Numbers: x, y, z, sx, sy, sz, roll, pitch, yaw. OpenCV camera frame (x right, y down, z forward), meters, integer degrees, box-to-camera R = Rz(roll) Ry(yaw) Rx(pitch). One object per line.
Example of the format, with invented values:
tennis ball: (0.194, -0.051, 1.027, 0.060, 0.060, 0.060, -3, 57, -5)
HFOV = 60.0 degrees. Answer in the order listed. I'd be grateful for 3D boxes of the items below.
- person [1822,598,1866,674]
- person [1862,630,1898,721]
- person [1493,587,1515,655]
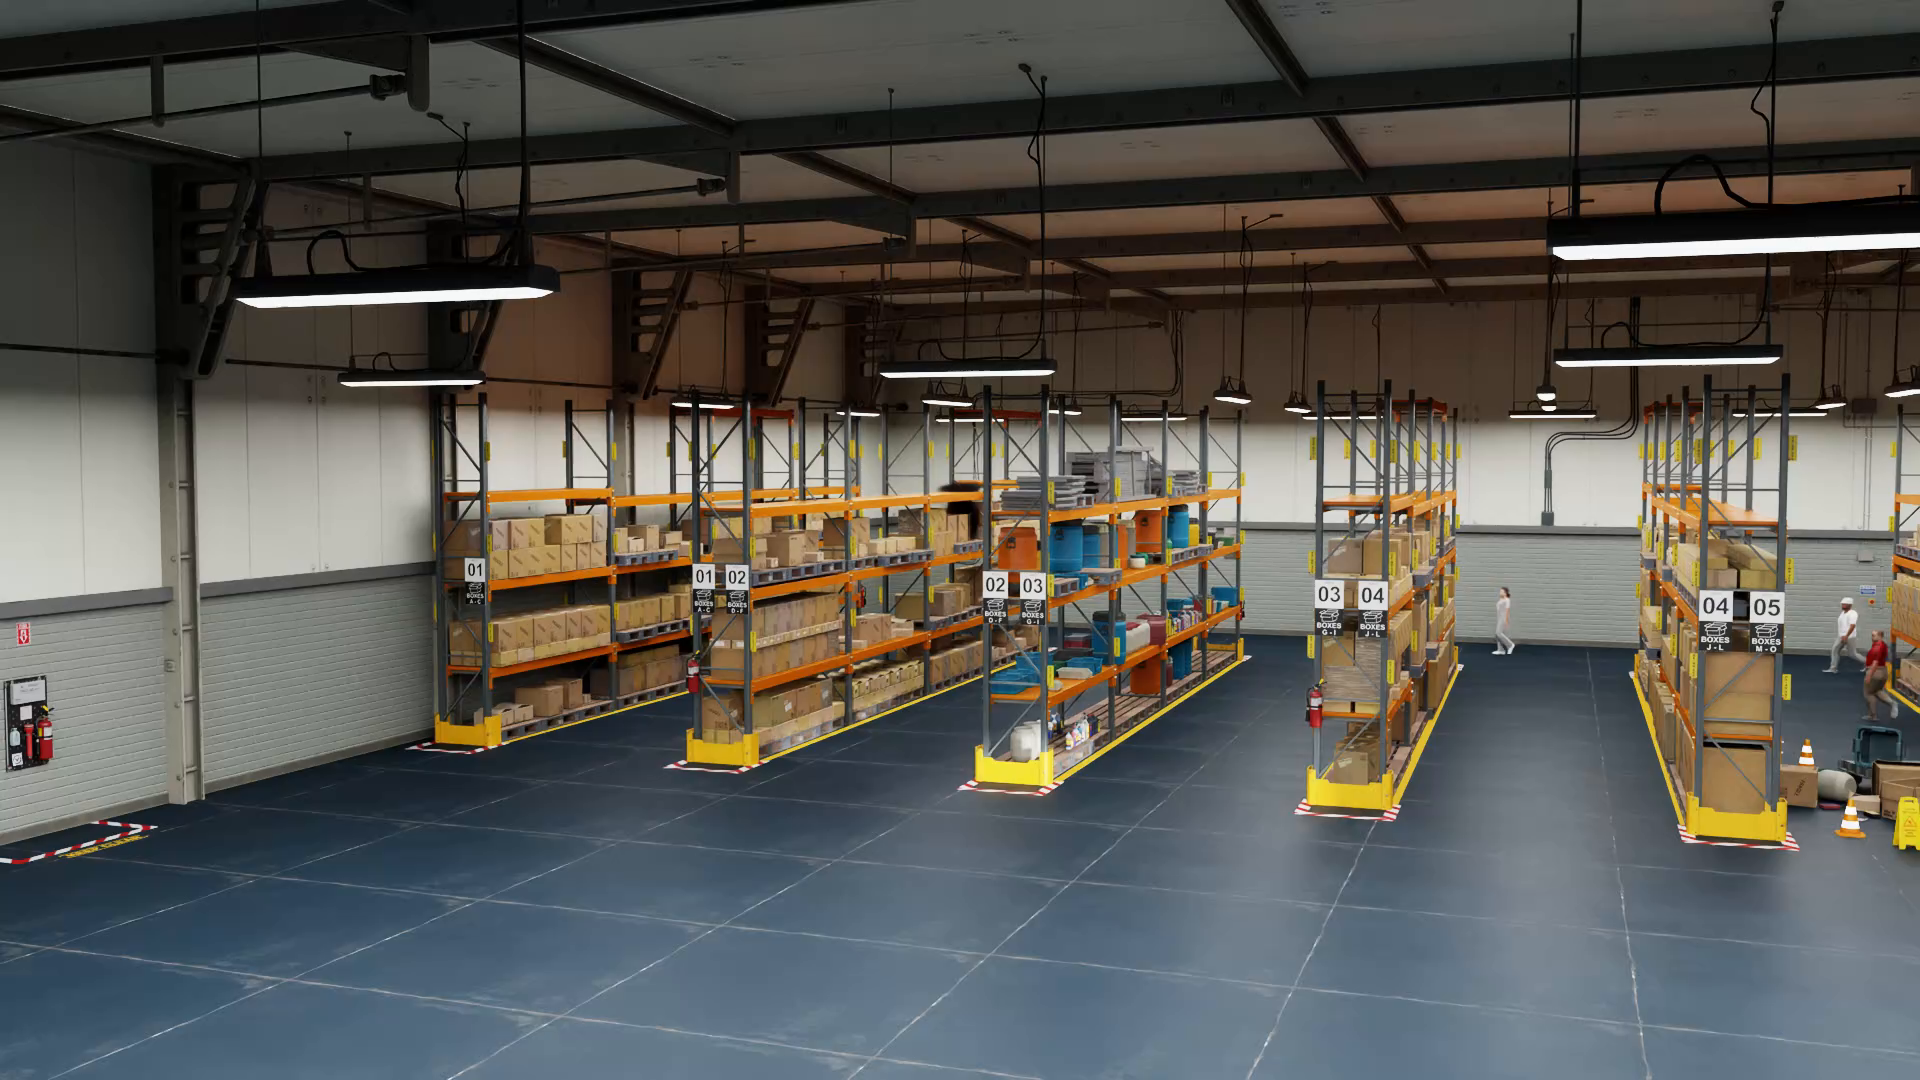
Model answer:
person: (19.904, 2.158, 37.282, 1.011, 1.727, 0.588, 0, 3, 4)
person: (17.008, 2.511, 30.819, 0.555, 1.708, 0.599, -1, 3, -24)
person: (13.338, 1.984, 40.805, 0.484, 1.666, 0.446, 0, 3, 0)
